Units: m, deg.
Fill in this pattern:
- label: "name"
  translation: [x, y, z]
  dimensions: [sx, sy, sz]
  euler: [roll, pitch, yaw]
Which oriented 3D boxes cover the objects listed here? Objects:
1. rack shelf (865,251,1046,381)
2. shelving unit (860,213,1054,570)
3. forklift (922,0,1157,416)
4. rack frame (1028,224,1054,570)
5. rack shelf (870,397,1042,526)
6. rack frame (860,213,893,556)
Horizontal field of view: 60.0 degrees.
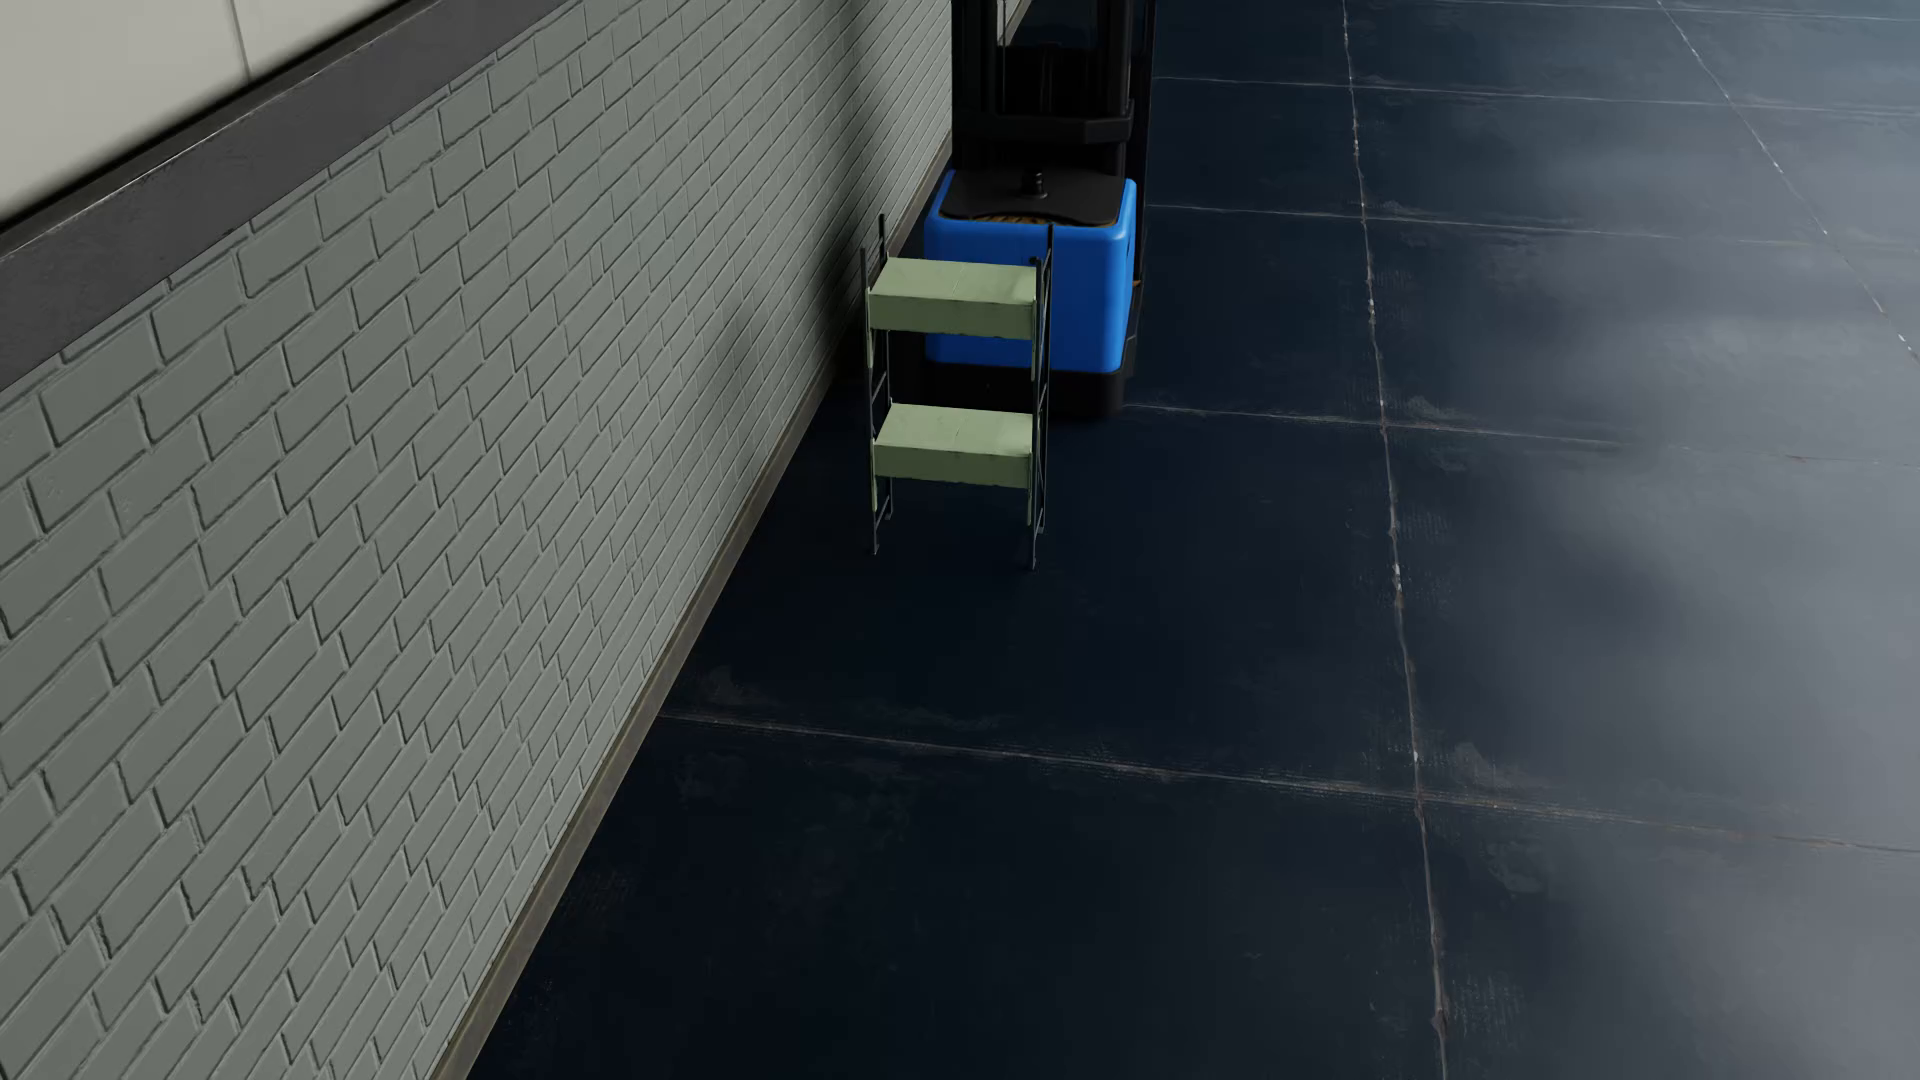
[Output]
- label: "rack shelf"
  translation: [-0.007, -0.967, 7.146]
  dimensions: [0.720, 0.370, 0.431]
  euler: [5, 32, 8]
- label: "shelving unit"
  translation: [-0.007, -0.636, 7.353]
  dimensions: [0.755, 1.500, 0.431]
  euler: [5, 32, 8]
- label: "forklift"
  translation: [0.535, -2.656, 9.230]
  dimensions: [1.130, 2.935, 3.031]
  euler: [5, 32, 7]
- label: "rack frame"
  translation: [0.354, -0.604, 7.301]
  dimensions: [0.023, 1.500, 0.400]
  euler: [5, 32, 8]
- label: "rack shelf"
  translation: [-0.007, -0.360, 7.526]
  dimensions: [0.720, 0.370, 0.431]
  euler: [5, 32, 8]
- label: "rack frame"
  translation: [-0.367, -0.669, 7.405]
  dimensions: [0.023, 1.500, 0.400]
  euler: [5, 32, 8]
